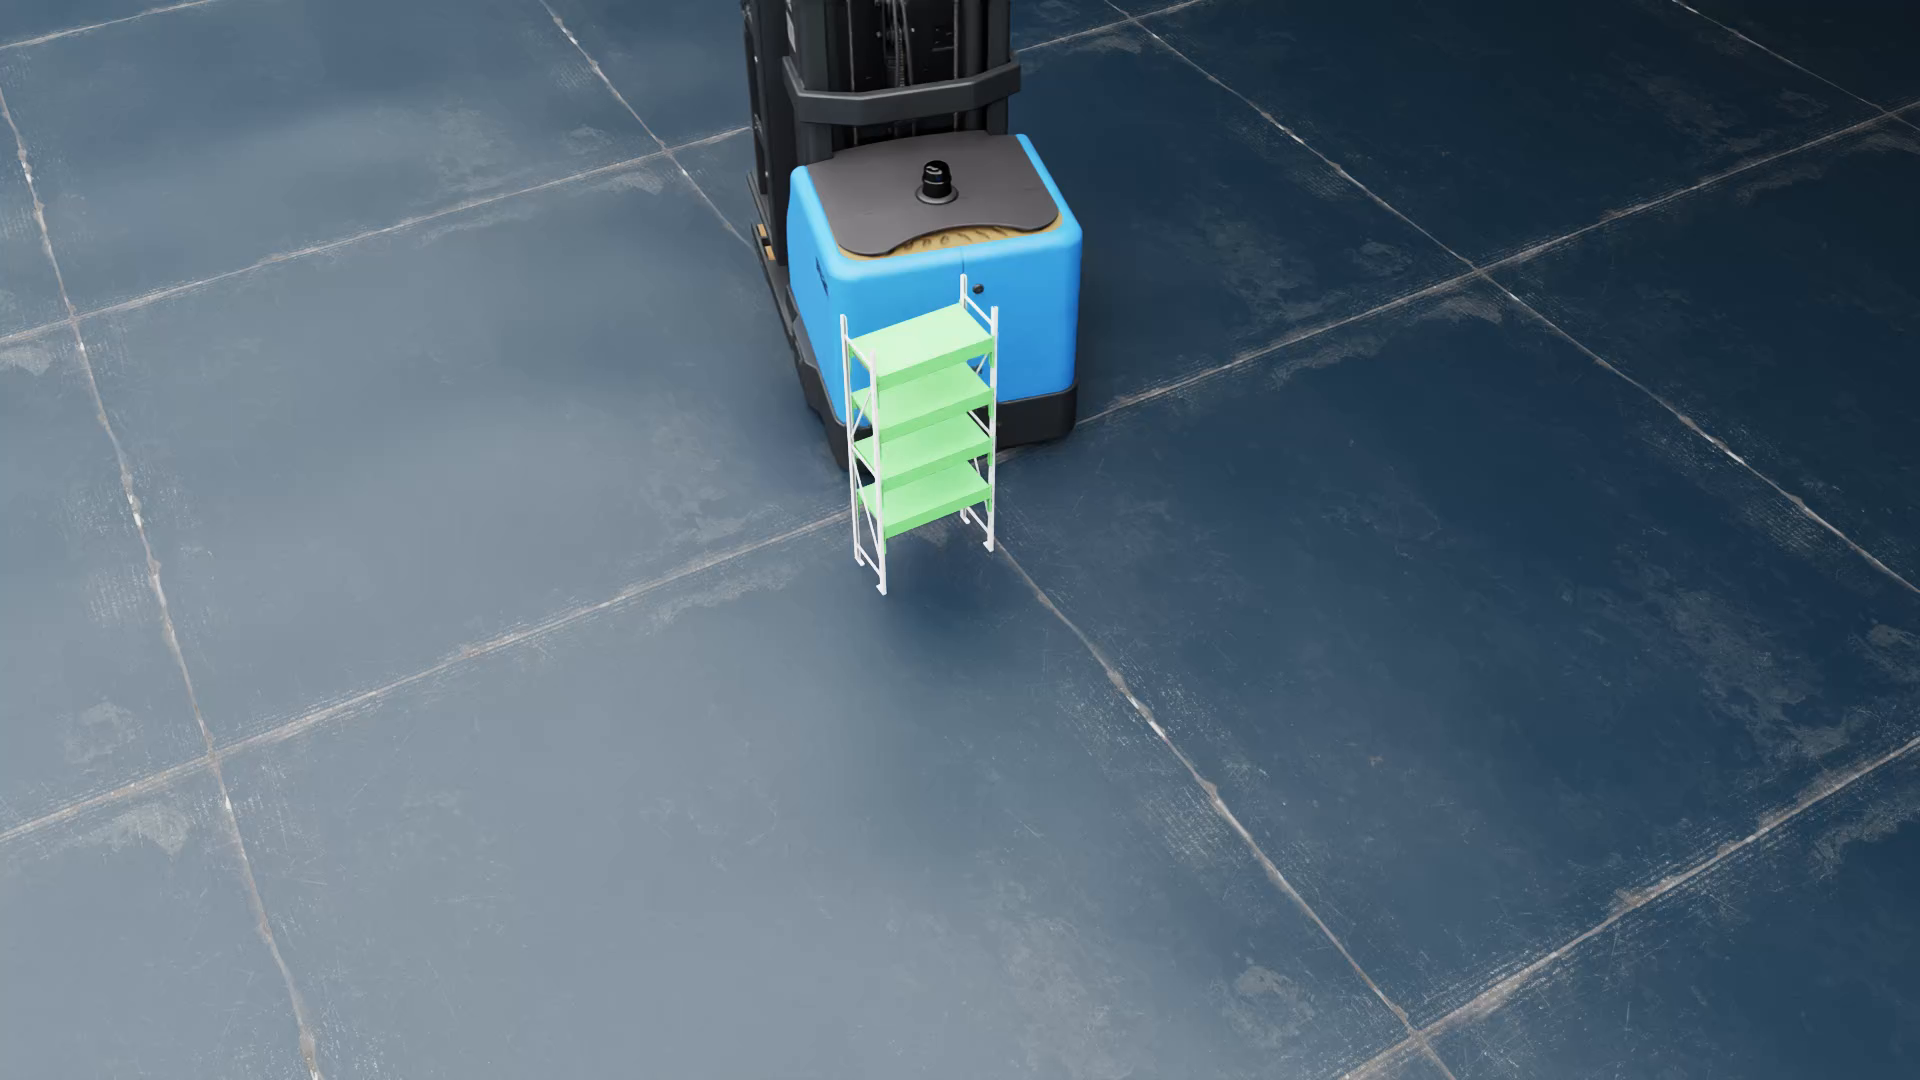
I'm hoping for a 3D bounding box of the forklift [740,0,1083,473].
[{"bbox_3d":[-0.392,-2.375,7.093,1.130,2.935,3.031,-11,45,-11],"label":"forklift"}]

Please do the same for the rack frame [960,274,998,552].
[{"bbox_3d":[0.068,-0.458,6.360,0.015,1.200,0.240,-22,48,-21],"label":"rack frame"}]

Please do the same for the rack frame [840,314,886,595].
[{"bbox_3d":[-0.355,-0.288,6.186,0.015,1.200,0.240,-22,48,-21],"label":"rack frame"}]

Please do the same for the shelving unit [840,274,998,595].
[{"bbox_3d":[-0.144,-0.373,6.273,0.503,1.200,0.258,-22,48,-21],"label":"shelving unit"}]

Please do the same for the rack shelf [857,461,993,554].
[{"bbox_3d":[-0.144,-0.155,6.485,0.480,0.148,0.258,-22,48,-21],"label":"rack shelf"}]

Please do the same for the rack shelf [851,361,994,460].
[{"bbox_3d":[-0.144,-0.500,6.150,0.480,0.148,0.258,-22,48,-21],"label":"rack shelf"}]

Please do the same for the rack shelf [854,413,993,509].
[{"bbox_3d":[-0.144,-0.327,6.317,0.480,0.148,0.258,-22,48,-21],"label":"rack shelf"}]

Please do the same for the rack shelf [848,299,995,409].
[{"bbox_3d":[-0.144,-0.672,5.983,0.480,0.148,0.258,-22,48,-21],"label":"rack shelf"}]
